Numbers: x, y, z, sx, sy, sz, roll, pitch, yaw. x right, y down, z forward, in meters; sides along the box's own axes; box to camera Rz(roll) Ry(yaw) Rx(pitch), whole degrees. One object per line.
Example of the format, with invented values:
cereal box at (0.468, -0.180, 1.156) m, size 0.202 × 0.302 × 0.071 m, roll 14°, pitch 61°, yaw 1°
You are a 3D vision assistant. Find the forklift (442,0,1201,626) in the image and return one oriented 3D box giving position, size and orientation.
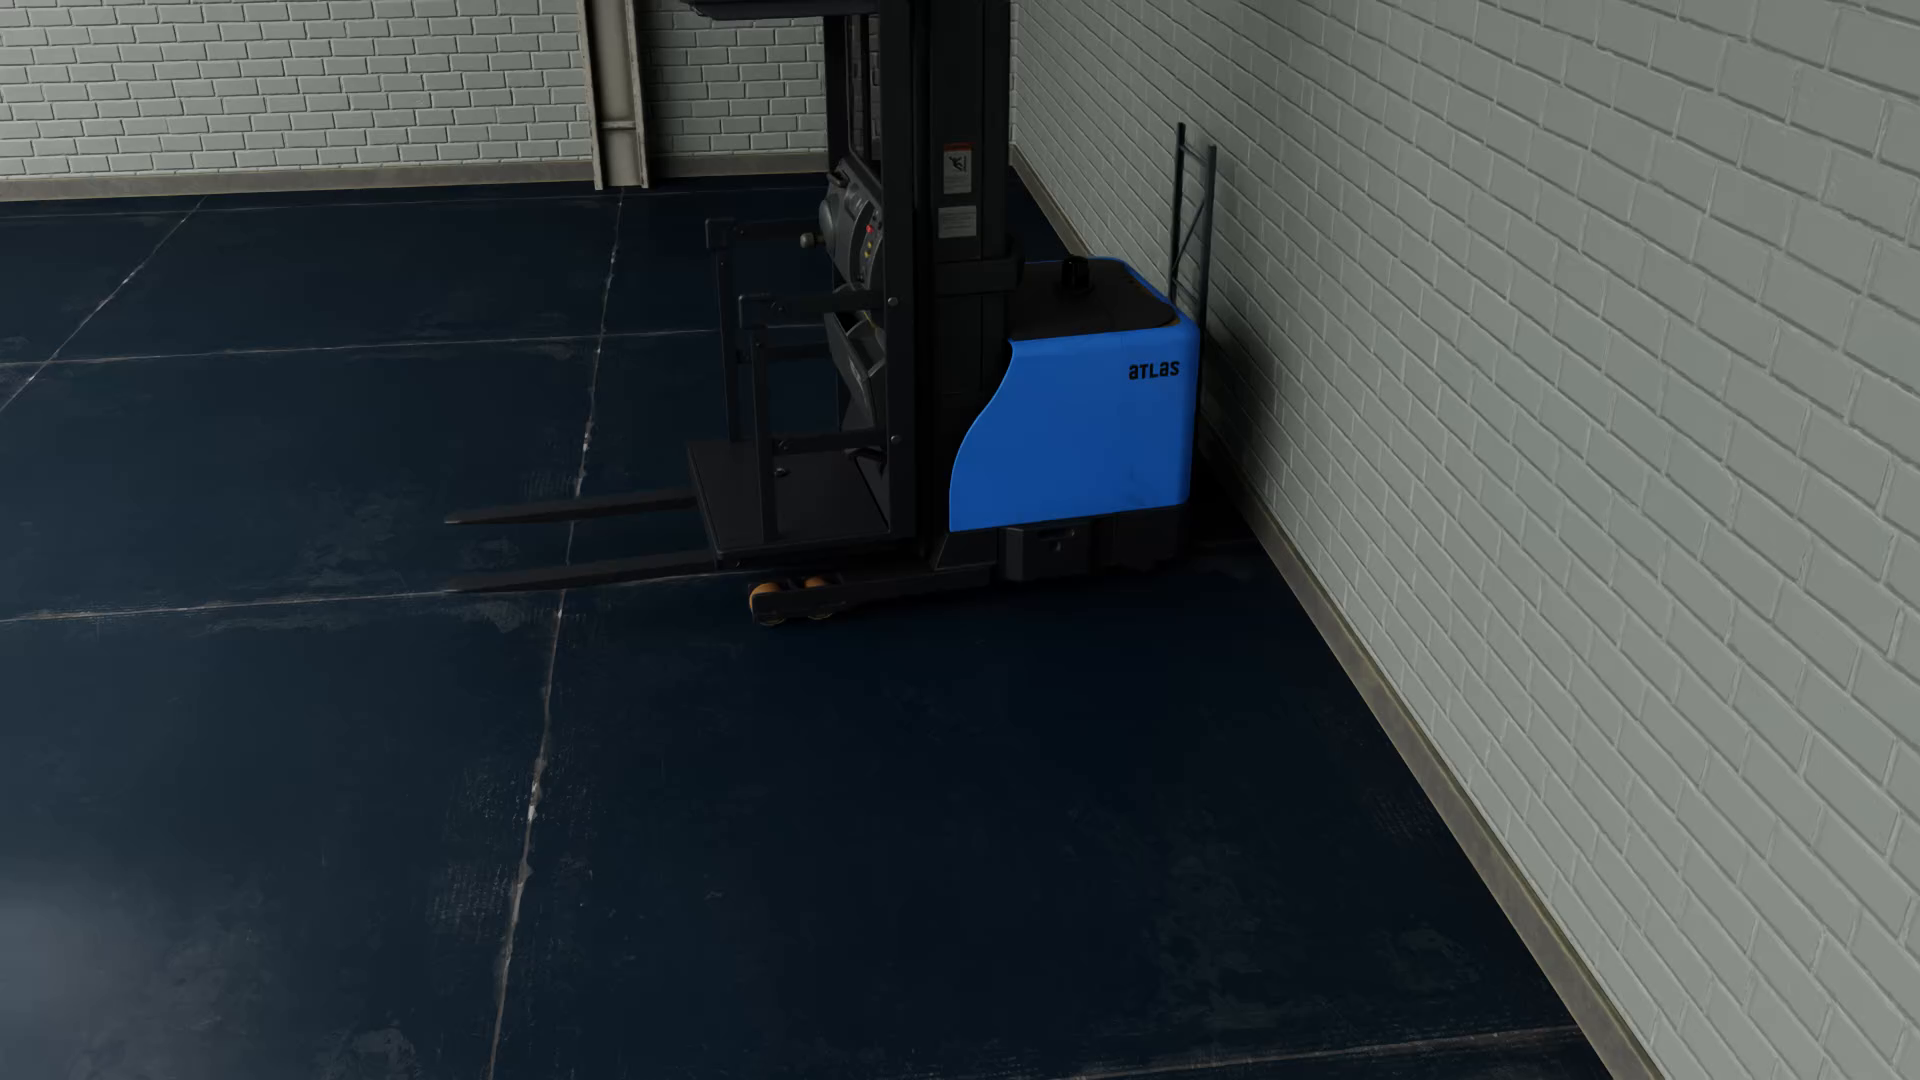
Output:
forklift at (-0.606, -1.232, 6.440) m, size 3.031 × 2.935 × 1.130 m, roll -7°, pitch 28°, yaw -13°

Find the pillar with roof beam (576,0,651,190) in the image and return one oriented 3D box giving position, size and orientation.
pillar with roof beam at (-1.922, -4.730, 6.610) m, size 0.400 × 9.000 × 9.100 m, roll -4°, pitch 27°, yaw -7°

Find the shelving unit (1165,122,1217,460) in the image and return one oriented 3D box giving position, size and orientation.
shelving unit at (0.574, -1.124, 7.786) m, size 1.048 × 1.500 × 0.538 m, roll -5°, pitch 26°, yaw -9°

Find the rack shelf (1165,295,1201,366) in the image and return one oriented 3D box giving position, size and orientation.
rack shelf at (0.575, -0.962, 7.865) m, size 1.000 × 0.185 × 0.538 m, roll -5°, pitch 26°, yaw -9°

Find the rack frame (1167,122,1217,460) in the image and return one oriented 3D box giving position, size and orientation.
rack frame at (1.074, -1.166, 7.869) m, size 0.032 × 1.500 × 0.500 m, roll -5°, pitch 26°, yaw -9°
